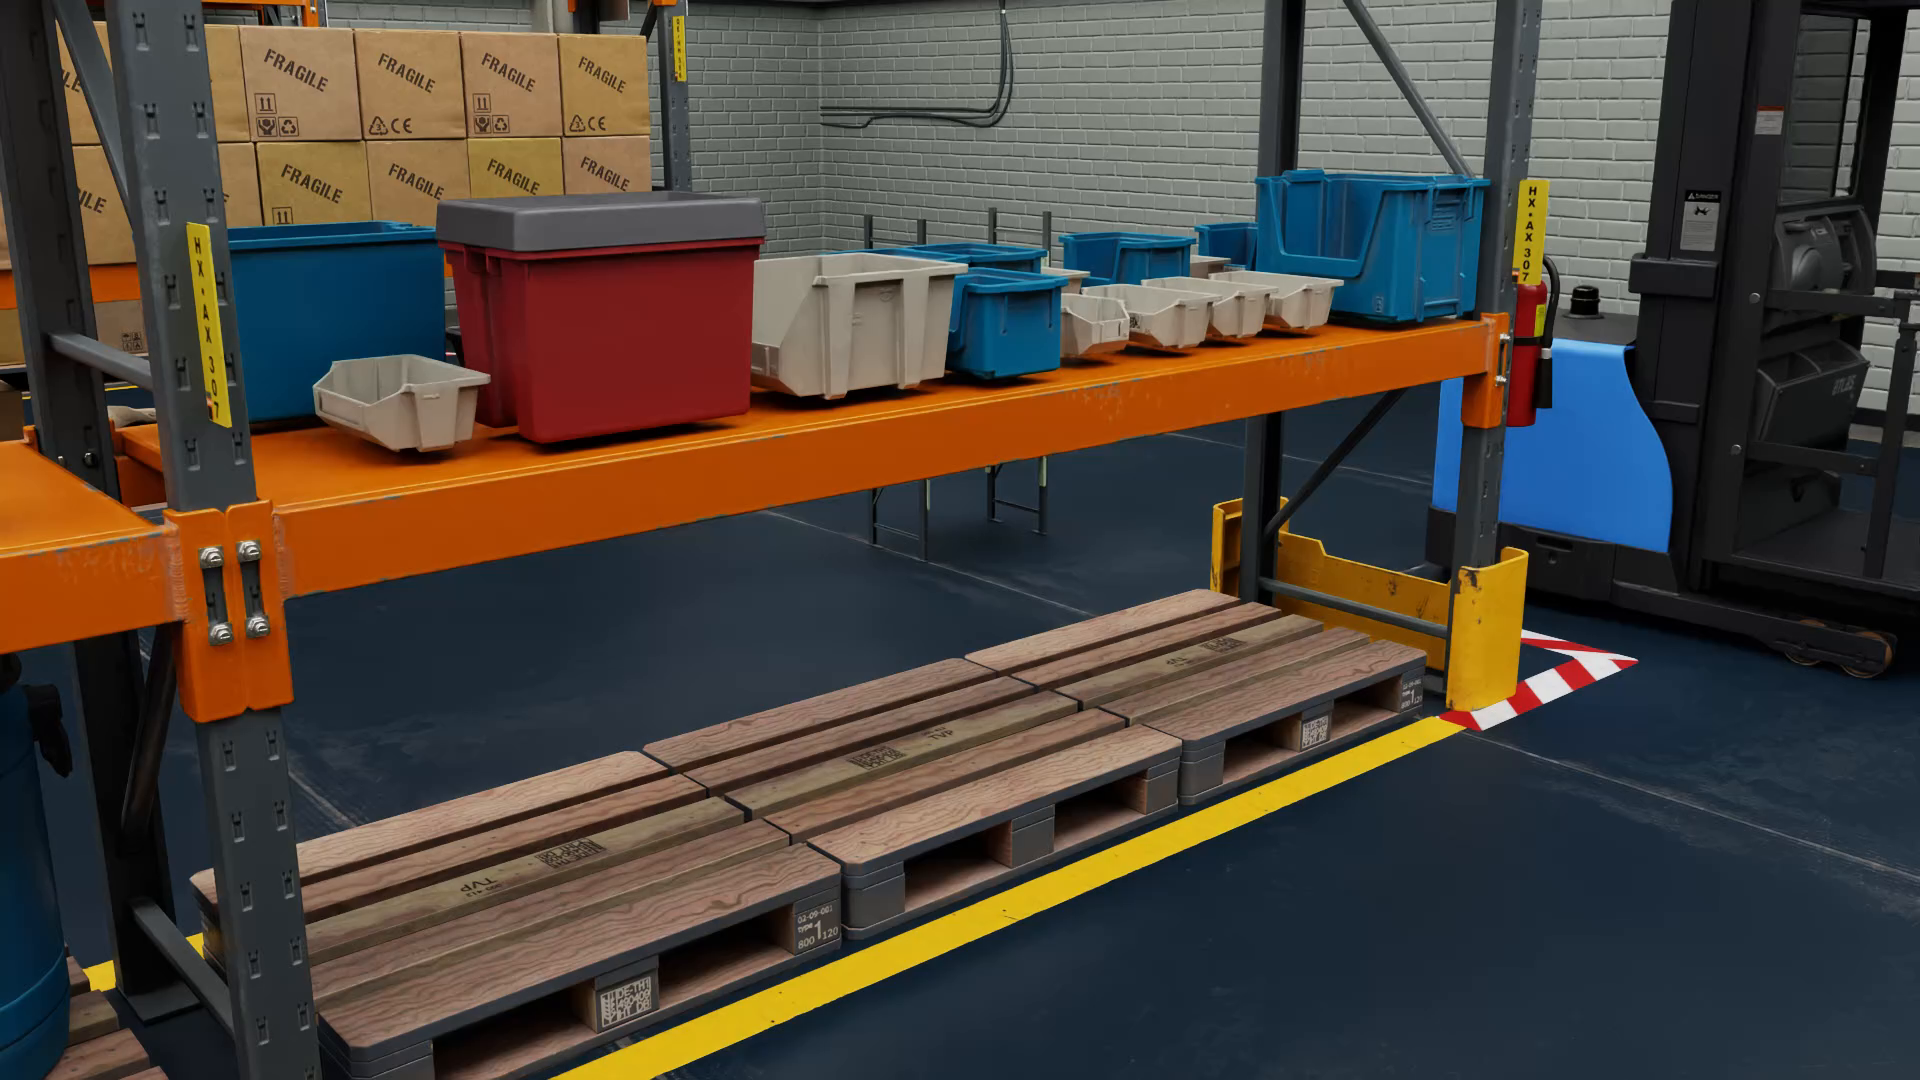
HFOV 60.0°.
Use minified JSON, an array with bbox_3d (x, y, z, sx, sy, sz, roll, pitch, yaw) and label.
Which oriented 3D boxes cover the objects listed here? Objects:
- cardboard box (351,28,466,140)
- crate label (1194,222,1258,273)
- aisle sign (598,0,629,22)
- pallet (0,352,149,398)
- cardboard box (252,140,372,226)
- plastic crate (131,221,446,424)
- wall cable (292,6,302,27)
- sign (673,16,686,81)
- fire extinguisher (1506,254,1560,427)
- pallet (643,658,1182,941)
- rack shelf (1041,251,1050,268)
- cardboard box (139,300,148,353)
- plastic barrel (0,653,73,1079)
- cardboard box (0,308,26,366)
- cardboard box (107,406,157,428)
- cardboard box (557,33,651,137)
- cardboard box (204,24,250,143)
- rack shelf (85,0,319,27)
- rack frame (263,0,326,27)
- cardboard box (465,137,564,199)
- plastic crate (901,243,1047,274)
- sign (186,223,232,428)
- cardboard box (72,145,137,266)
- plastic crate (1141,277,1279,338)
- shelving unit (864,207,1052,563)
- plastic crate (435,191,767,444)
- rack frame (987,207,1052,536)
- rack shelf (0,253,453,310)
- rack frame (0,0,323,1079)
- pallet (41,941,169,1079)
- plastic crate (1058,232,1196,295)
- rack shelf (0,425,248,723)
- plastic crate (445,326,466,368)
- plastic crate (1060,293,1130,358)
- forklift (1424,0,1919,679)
[{"bbox_3d":[-2.738,-2.193,8.018,0.500,0.500,0.500,-12,19,-38],"label":"cardboard box"},{"bbox_3d":[1.032,-0.971,5.780,0.303,0.233,0.416,-13,19,-39],"label":"crate label"},{"bbox_3d":[-1.956,-3.290,9.218,0.004,0.787,0.394,-13,19,-39],"label":"aisle sign"},{"bbox_3d":[-6.541,-1.226,11.930,1.213,0.211,1.003,-13,19,-39],"label":"pallet"},{"bbox_3d":[-3.123,-1.628,7.837,0.500,0.500,0.500,-13,20,-40],"label":"cardboard box"},{"bbox_3d":[-1.455,-0.490,3.685,0.575,0.384,0.392,-13,19,-39],"label":"plastic crate"},{"bbox_3d":[-4.724,-3.821,14.274,1.851,1.984,0.084,-13,19,-39],"label":"wall cable"},{"bbox_3d":[-1.465,-2.566,8.688,0.005,0.325,0.100,-13,19,-39],"label":"sign"},{"bbox_3d":[1.847,-0.720,5.506,0.183,0.674,0.296,-13,19,-39],"label":"fire extinguisher"},{"bbox_3d":[-0.133,0.684,4.779,1.213,0.211,1.003,-13,19,-39],"label":"pallet"},{"bbox_3d":[-0.005,-1.100,7.451,0.720,0.370,0.431,-13,19,-39],"label":"rack shelf"},{"bbox_3d":[-5.909,-1.702,12.338,0.500,0.500,0.700,-13,20,-40],"label":"cardboard box"},{"bbox_3d":[-2.005,0.577,3.030,0.708,0.901,0.600,-13,19,-39],"label":"plastic barrel"},{"bbox_3d":[-6.685,-1.525,11.675,0.500,0.500,0.700,-12,19,-38],"label":"cardboard box"},{"bbox_3d":[-4.022,-0.480,8.093,0.500,0.311,0.500,-13,19,-39],"label":"cardboard box"},{"bbox_3d":[-1.970,-2.368,8.671,0.500,0.500,0.500,-13,20,-40],"label":"cardboard box"},{"bbox_3d":[-3.515,-2.019,7.364,0.500,0.500,0.500,-13,20,-41],"label":"cardboard box"},{"bbox_3d":[-6.578,-3.692,11.341,4.000,0.370,1.077,-13,19,-39],"label":"rack shelf"},{"bbox_3d":[-5.069,-2.929,12.904,0.127,3.000,1.000,-13,19,-39],"label":"rack frame"},{"bbox_3d":[-2.363,-1.796,8.469,0.500,0.500,0.500,-12,19,-39],"label":"cardboard box"},{"bbox_3d":[0.039,-0.748,4.945,0.300,0.233,0.416,-13,19,-39],"label":"plastic crate"},{"bbox_3d":[-1.223,-0.349,2.709,0.005,0.325,0.100,-13,19,-39],"label":"sign"},{"bbox_3d":[-3.884,-1.457,7.198,0.500,0.500,0.500,-12,19,-38],"label":"cardboard box"},{"bbox_3d":[0.710,-0.682,4.887,0.243,0.136,0.396,-13,19,-39],"label":"plastic crate"},{"bbox_3d":[-0.005,-0.723,7.552,0.755,1.500,0.431,-13,19,-39],"label":"shelving unit"},{"bbox_3d":[-0.745,-0.485,3.514,0.583,0.464,0.402,-13,19,-39],"label":"plastic crate"},{"bbox_3d":[0.271,-0.785,7.784,0.023,1.500,0.400,-13,19,-39],"label":"rack frame"},{"bbox_3d":[-3.323,-1.279,8.120,4.000,0.370,1.077,-13,19,-39],"label":"rack shelf"},{"bbox_3d":[-1.583,-0.323,3.146,0.127,3.000,1.000,-13,19,-39],"label":"rack frame"},{"bbox_3d":[-2.192,1.147,3.047,1.213,0.211,1.003,-13,19,-39],"label":"pallet"},{"bbox_3d":[0.535,-0.859,5.363,0.300,0.233,0.416,-13,19,-39],"label":"plastic crate"},{"bbox_3d":[-3.092,0.363,1.971,4.000,0.370,1.077,-13,19,-39],"label":"rack shelf"},{"bbox_3d":[-0.915,-0.461,4.080,0.590,0.125,0.437,-13,19,-39],"label":"plastic crate"},{"bbox_3d":[0.305,-0.577,4.491,0.250,0.136,0.298,-13,19,-39],"label":"plastic crate"},{"bbox_3d":[3.384,-1.073,6.087,1.130,2.935,3.031,-14,20,-42],"label":"forklift"}]
